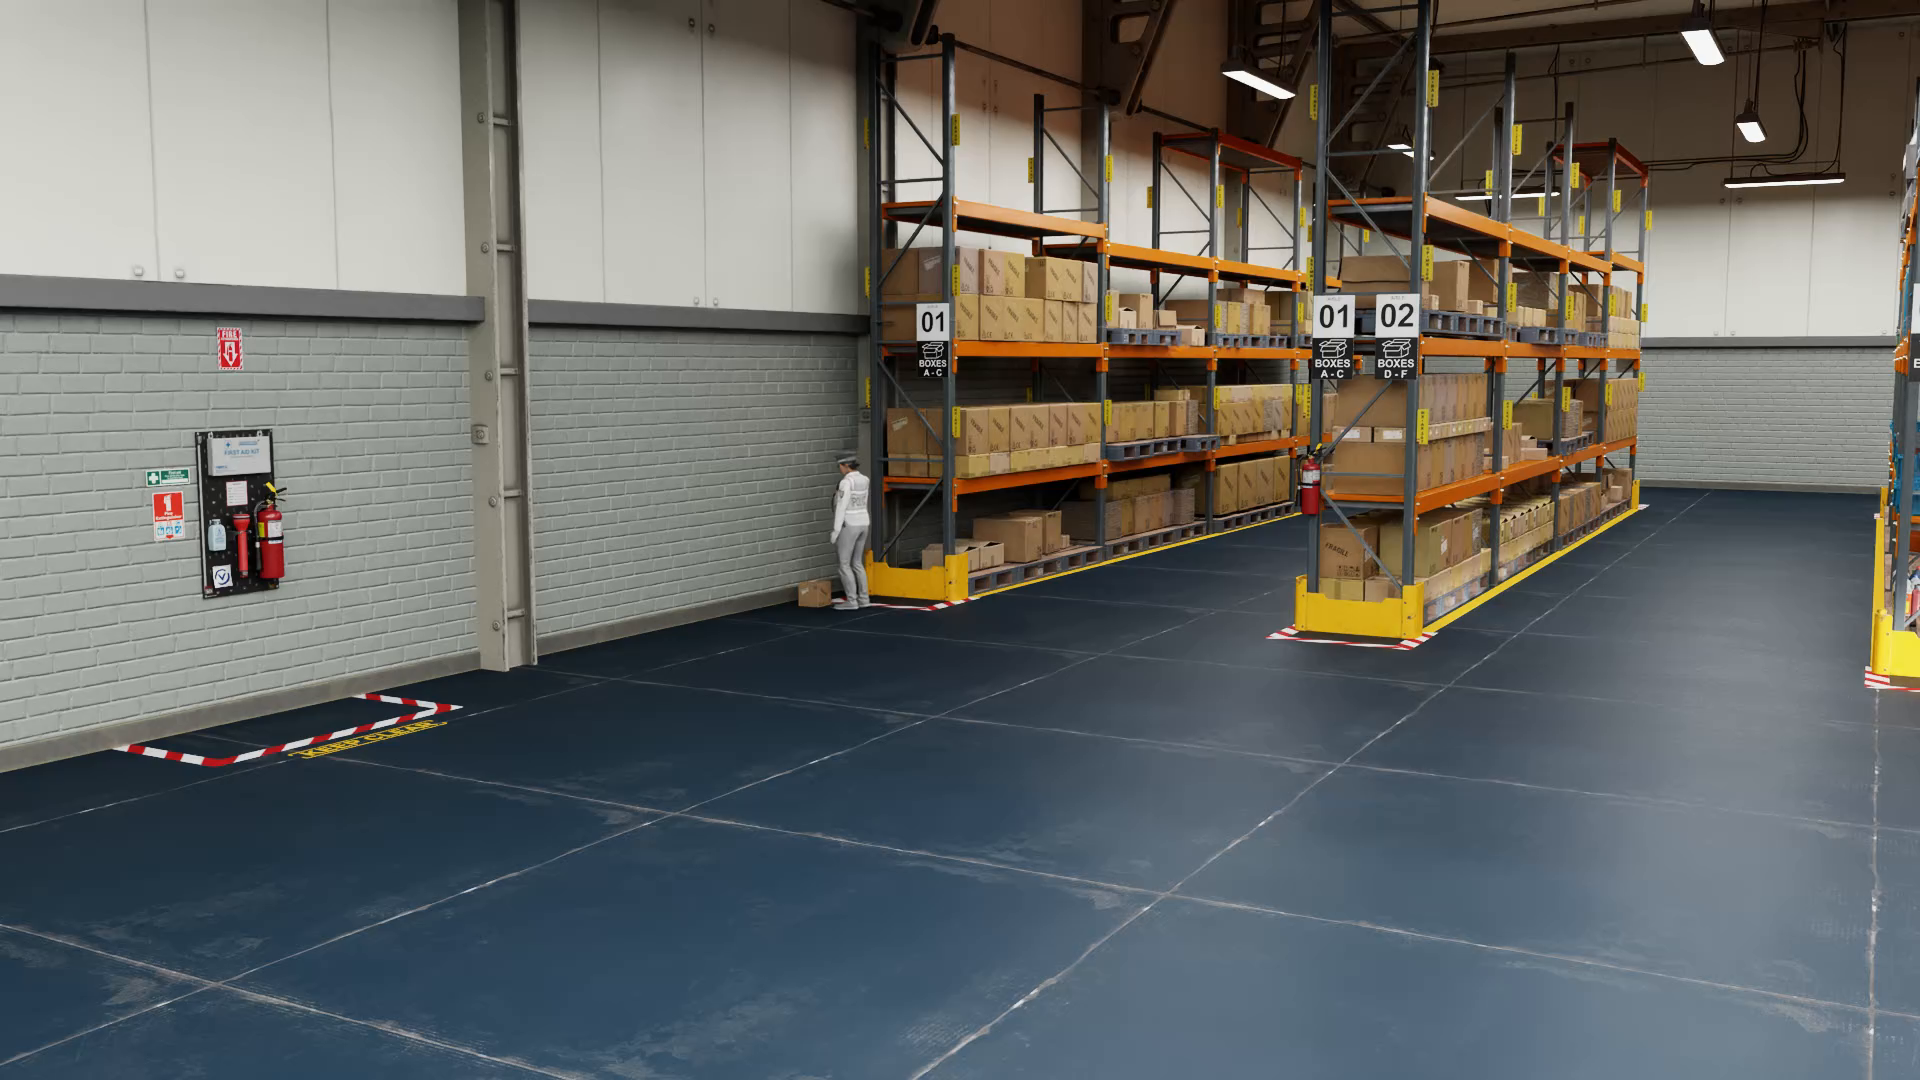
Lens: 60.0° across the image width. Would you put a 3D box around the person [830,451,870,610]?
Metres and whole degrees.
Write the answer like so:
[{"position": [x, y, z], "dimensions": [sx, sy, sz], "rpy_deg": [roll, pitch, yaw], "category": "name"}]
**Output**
[{"position": [-1.140, -0.096, 17.352], "dimensions": [0.338, 1.661, 0.476], "rpy_deg": [3, 7, 30], "category": "person"}]
